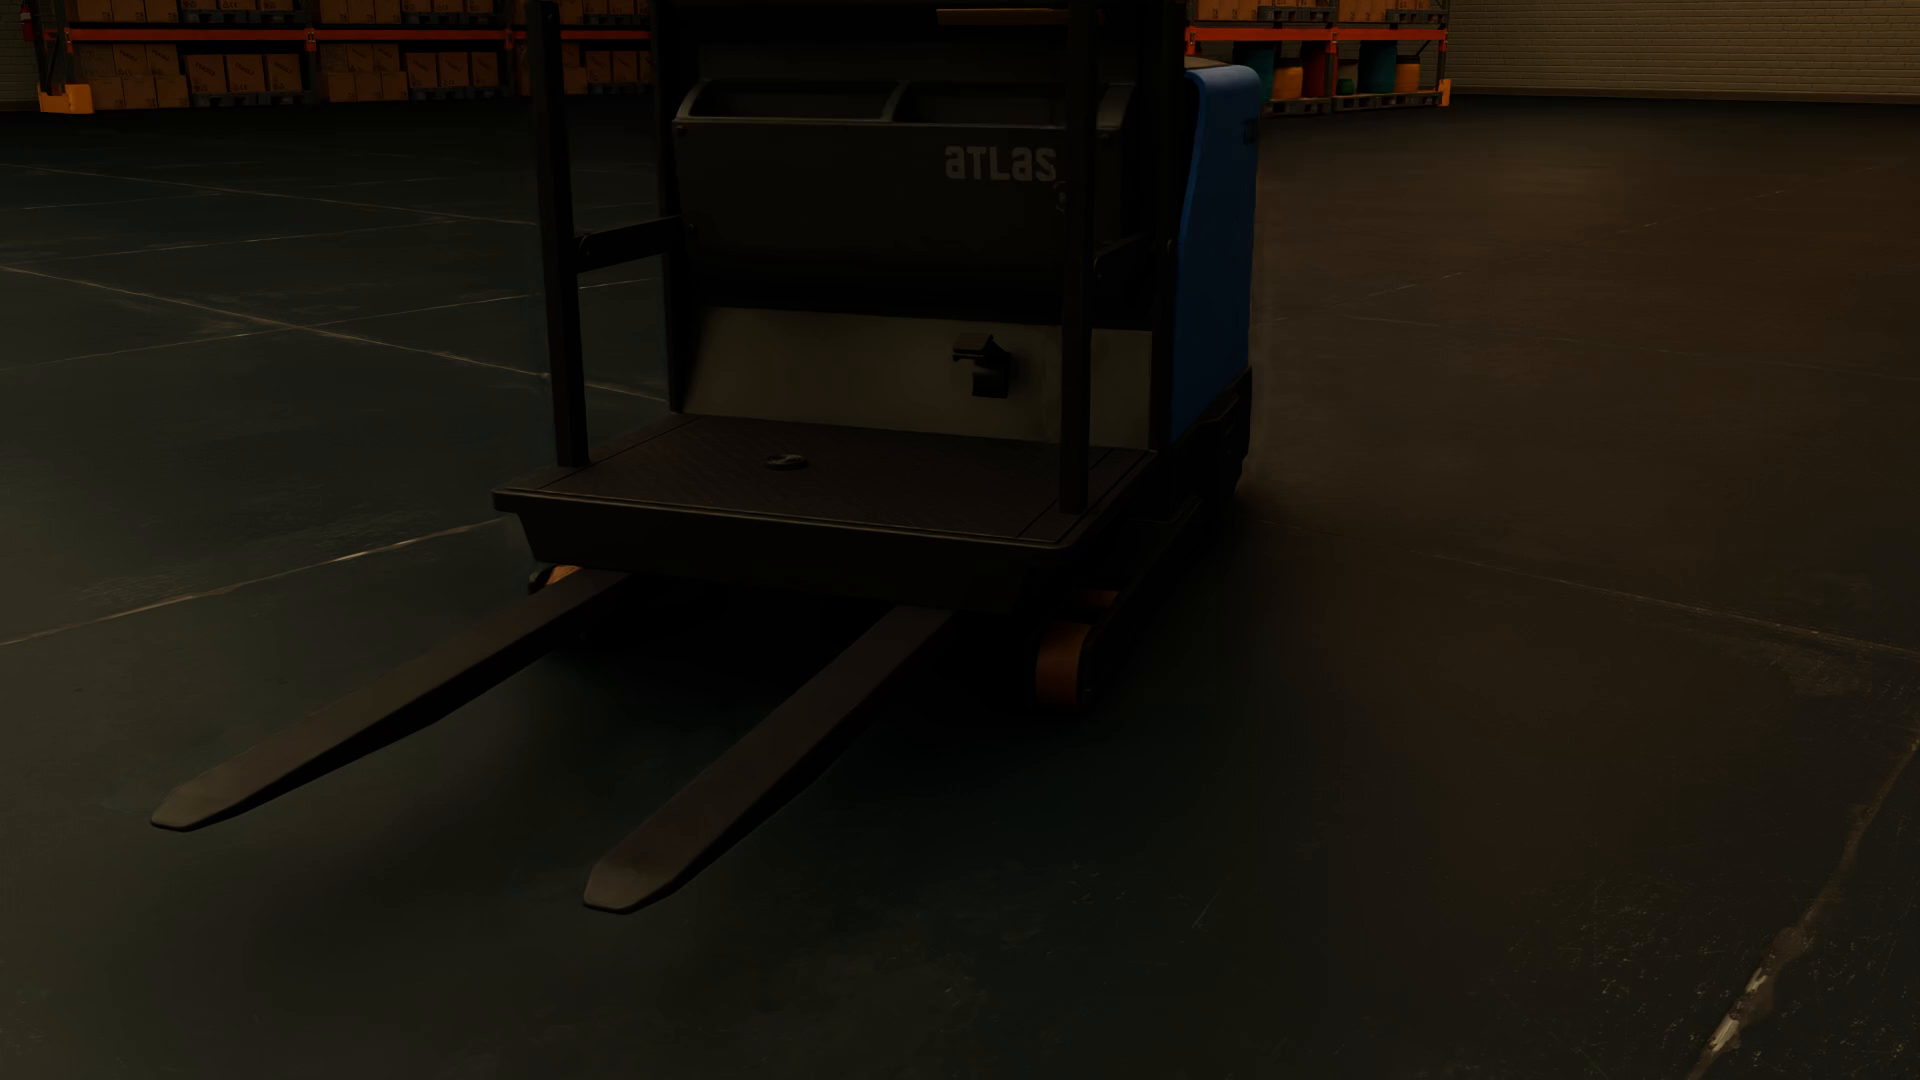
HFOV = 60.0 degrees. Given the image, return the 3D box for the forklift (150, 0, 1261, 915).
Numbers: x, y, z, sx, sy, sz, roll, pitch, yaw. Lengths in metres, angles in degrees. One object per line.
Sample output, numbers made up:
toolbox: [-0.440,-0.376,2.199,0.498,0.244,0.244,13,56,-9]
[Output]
forklift: [-0.187,-1.228,2.942,1.130,2.935,3.031,6,18,18]
